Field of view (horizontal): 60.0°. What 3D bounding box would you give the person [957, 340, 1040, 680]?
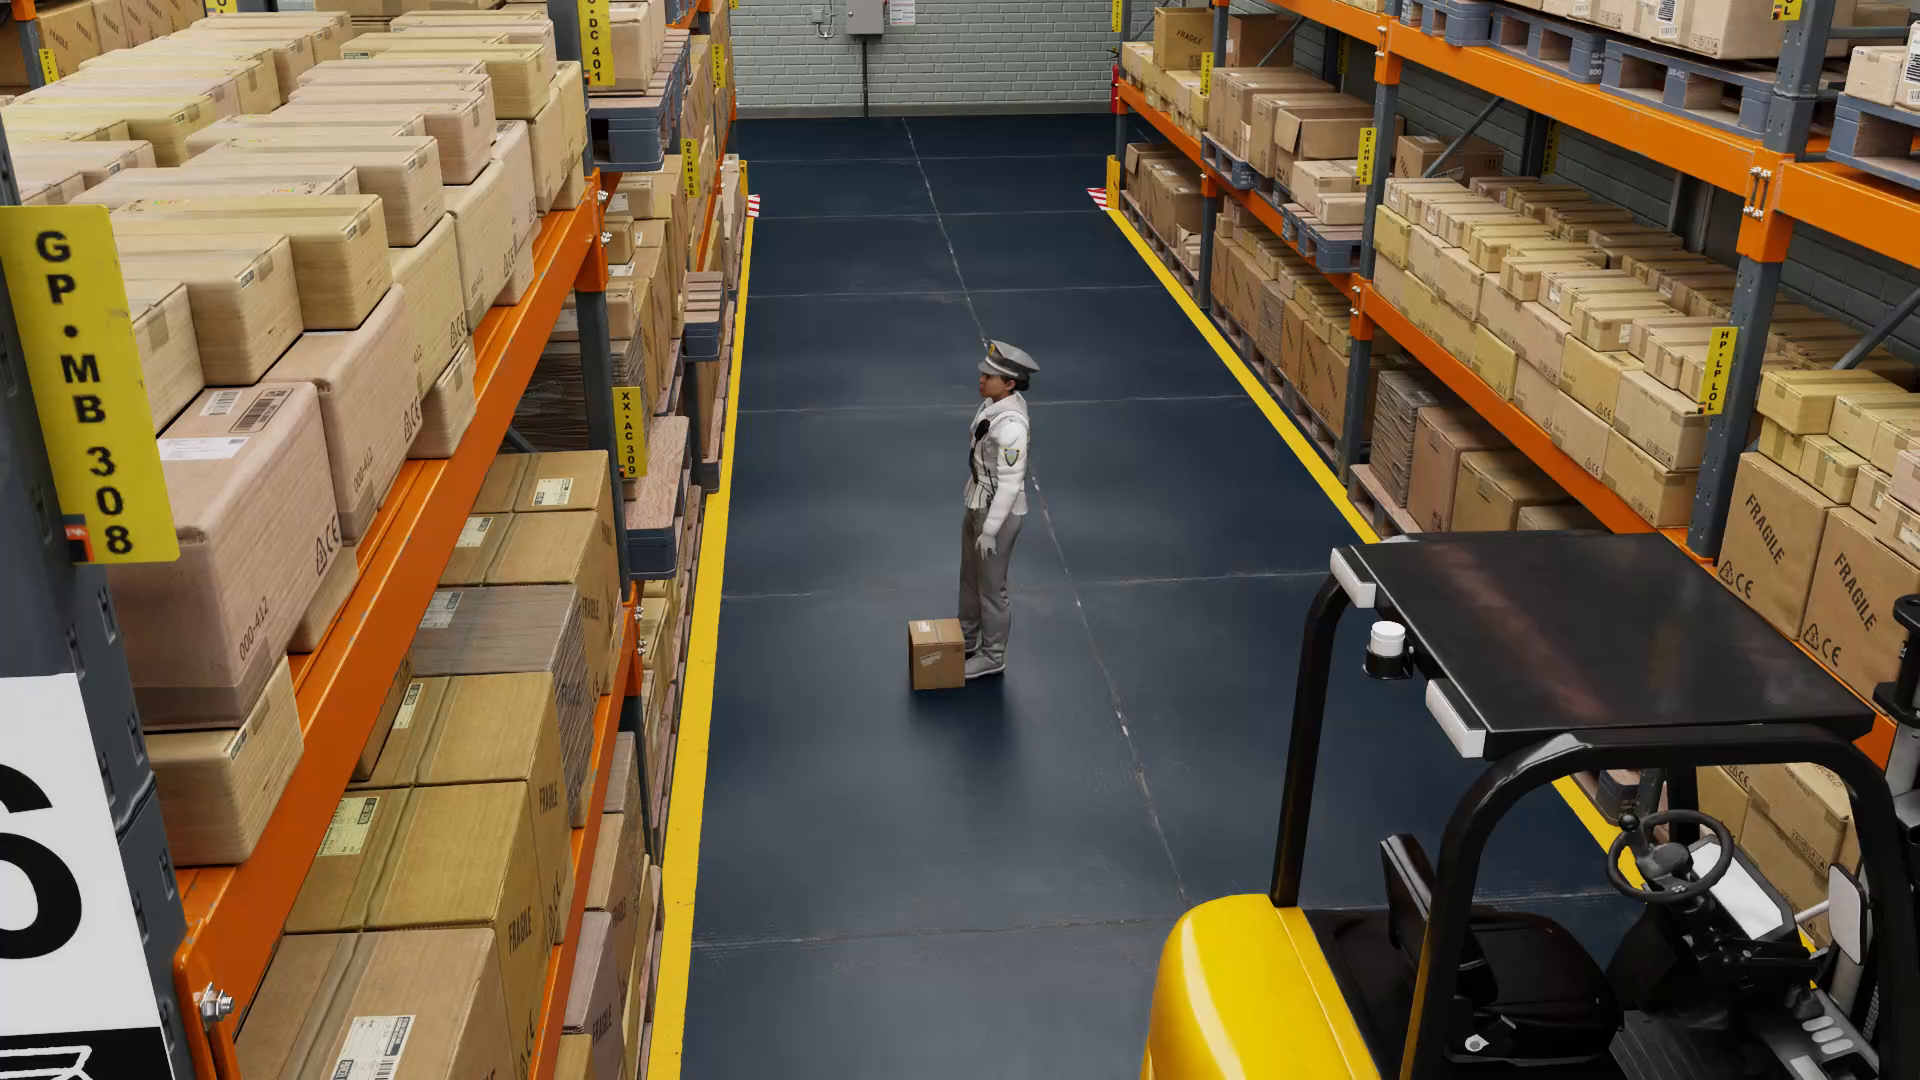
[{"bbox_3d":[0.088,-0.133,7.837,0.530,1.695,0.588,-2,24,-5],"label":"person"}]
